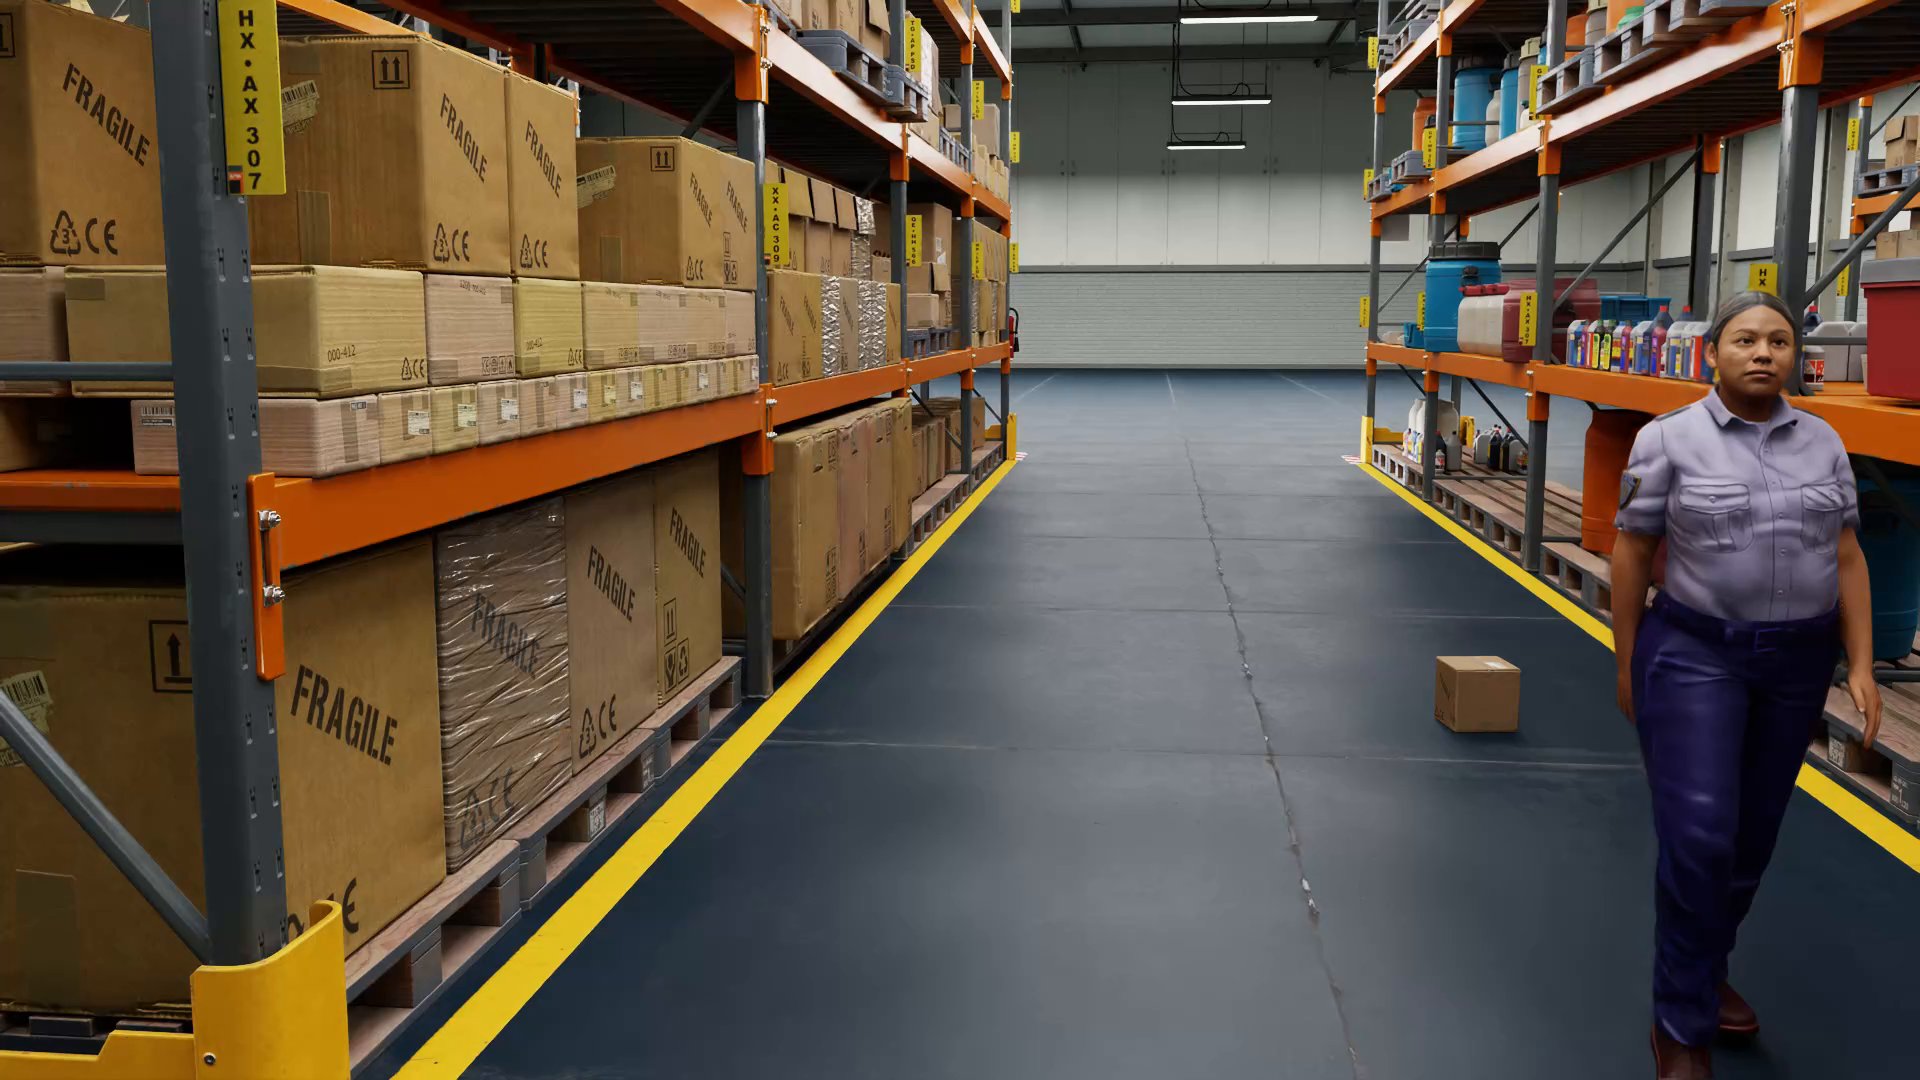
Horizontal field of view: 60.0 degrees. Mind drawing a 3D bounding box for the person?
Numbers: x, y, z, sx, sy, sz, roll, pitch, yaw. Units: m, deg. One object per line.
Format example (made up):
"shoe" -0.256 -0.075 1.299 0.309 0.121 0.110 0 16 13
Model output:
"person" 1.669 0.333 3.532 0.478 1.710 0.608 0 8 -3
